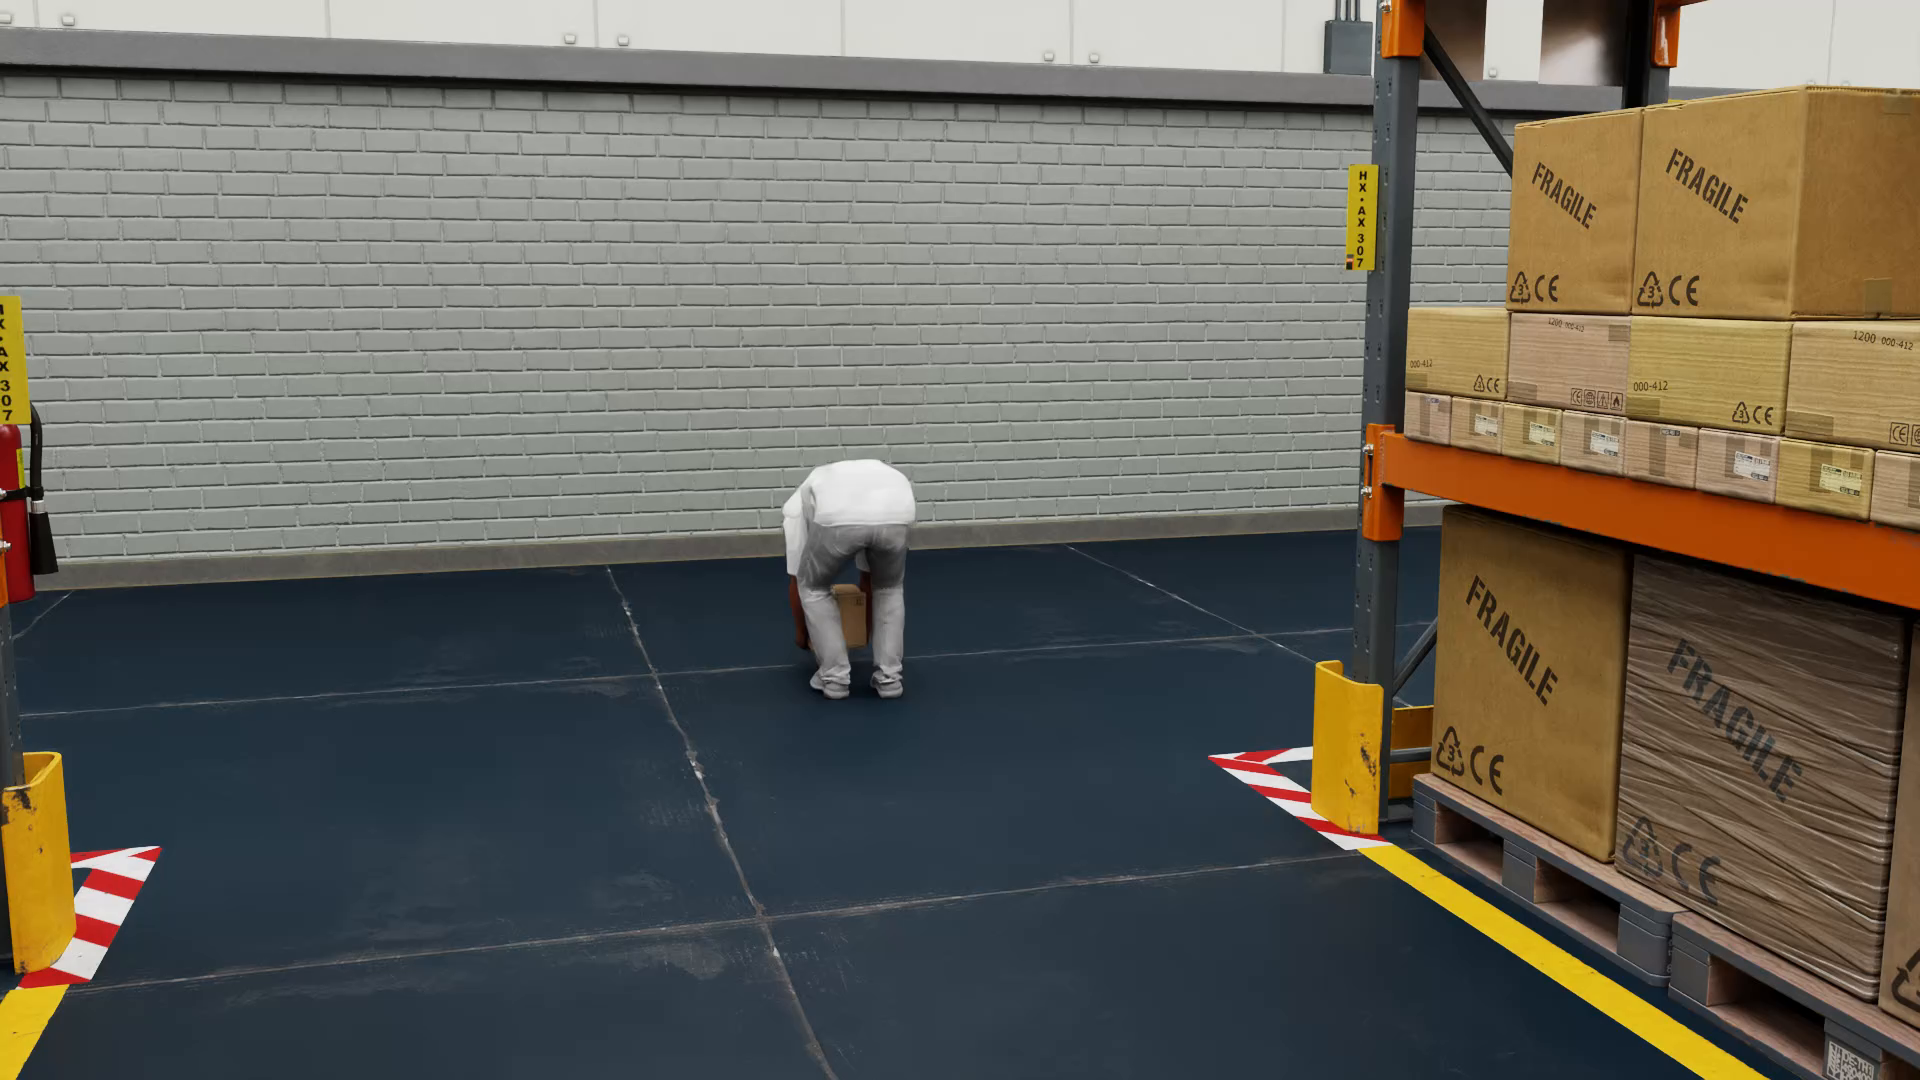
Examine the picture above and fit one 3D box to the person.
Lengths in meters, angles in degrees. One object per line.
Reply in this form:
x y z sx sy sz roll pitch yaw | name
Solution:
-0.513 0.131 7.312 0.497 1.019 0.977 -3 10 -19 | person
